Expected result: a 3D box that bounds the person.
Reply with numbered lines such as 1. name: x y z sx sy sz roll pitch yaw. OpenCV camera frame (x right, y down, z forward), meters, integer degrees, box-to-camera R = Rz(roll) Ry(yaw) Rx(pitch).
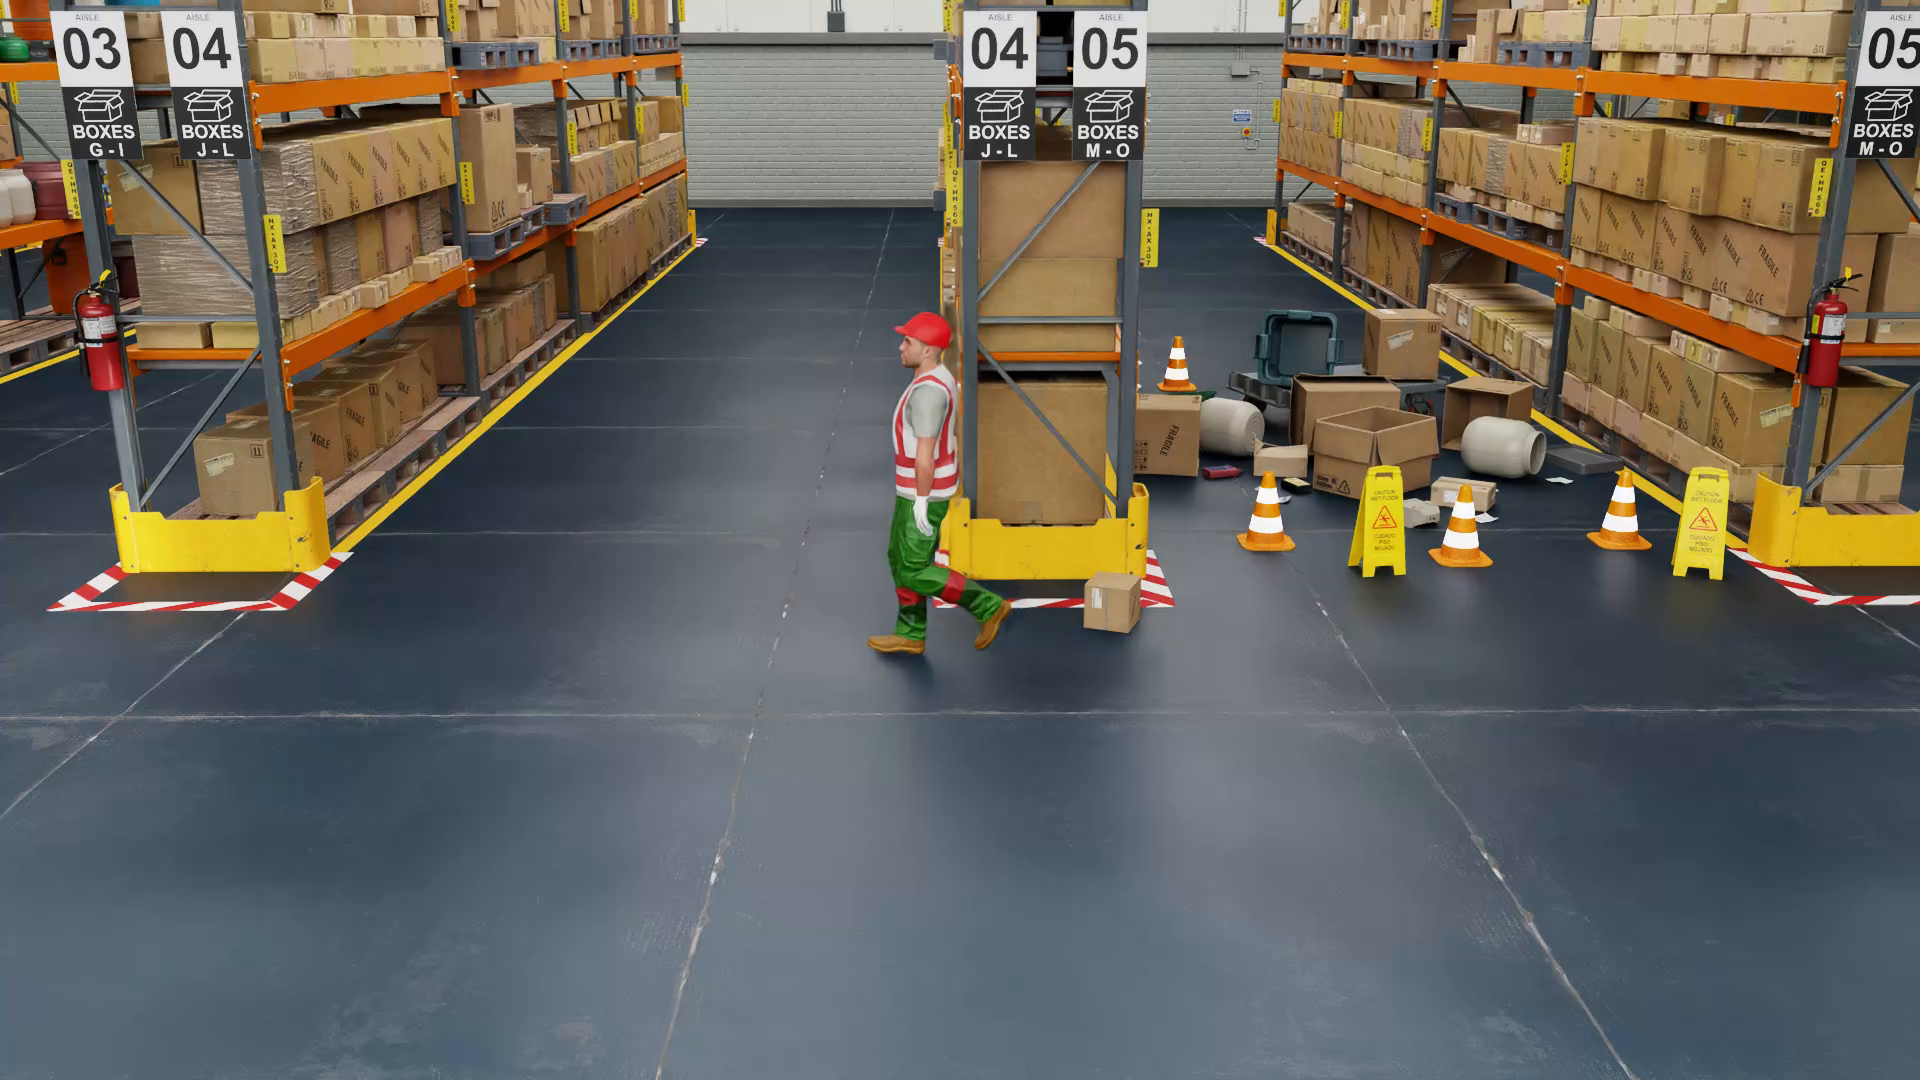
1. person: -0.111 -0.247 8.260 0.750 1.769 0.542 1 17 2
